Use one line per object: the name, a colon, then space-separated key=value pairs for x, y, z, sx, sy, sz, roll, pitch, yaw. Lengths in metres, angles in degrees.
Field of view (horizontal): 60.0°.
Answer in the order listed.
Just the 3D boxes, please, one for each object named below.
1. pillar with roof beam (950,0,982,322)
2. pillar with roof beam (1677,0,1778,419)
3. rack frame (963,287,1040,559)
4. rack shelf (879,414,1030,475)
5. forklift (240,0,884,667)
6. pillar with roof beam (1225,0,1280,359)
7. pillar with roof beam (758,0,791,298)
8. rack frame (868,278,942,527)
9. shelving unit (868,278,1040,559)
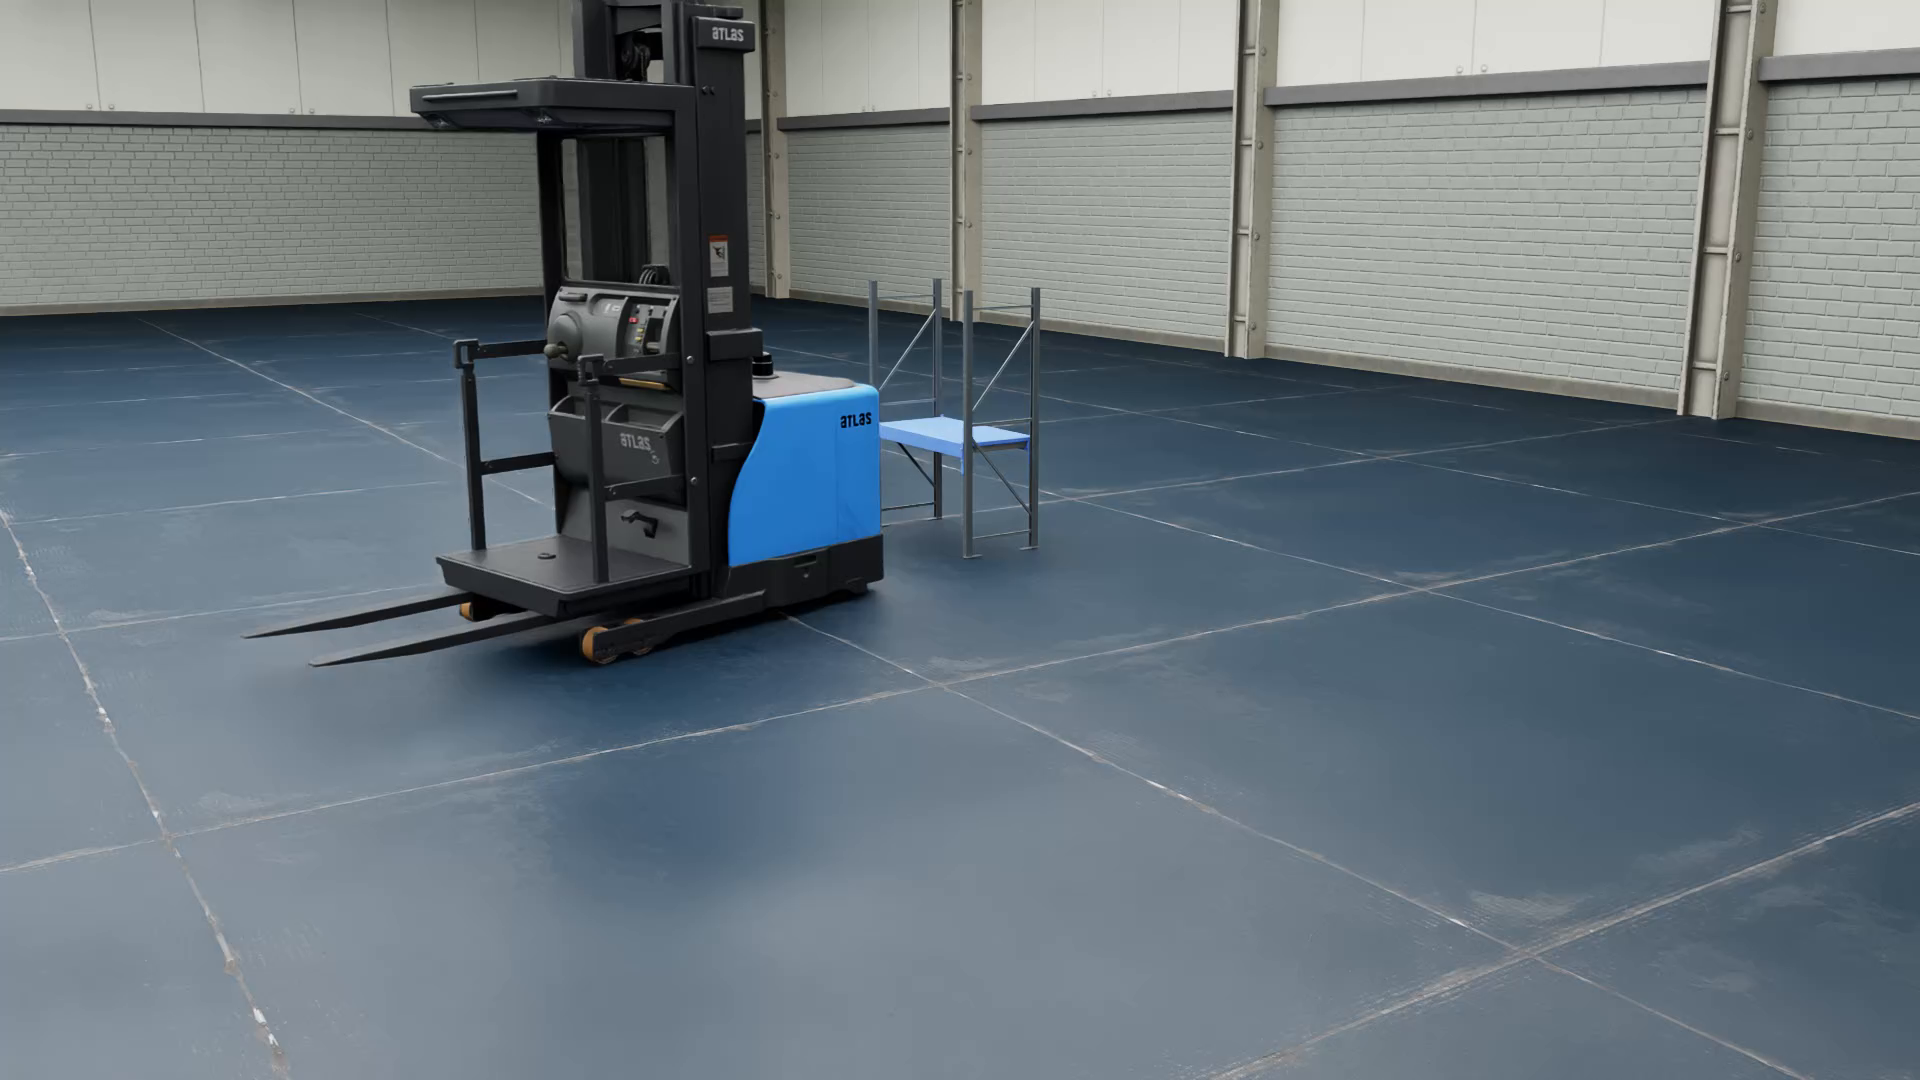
pillar with roof beam: x=-3.500 y=-7.144 z=21.465 sx=9.100 sy=9.000 sz=0.400 roll=-8 pitch=15 yaw=-33
pillar with roof beam: x=3.149 y=-5.010 z=11.705 sx=9.100 sy=9.000 sz=0.400 roll=-8 pitch=15 yaw=-33
rack frame: x=0.234 y=-0.657 z=9.357 sx=0.500 sy=1.500 sz=0.032 roll=-8 pitch=15 yaw=-33
rack shelf: x=-0.047 y=-0.572 z=9.809 sx=0.538 sy=0.185 sz=1.000 roll=-8 pitch=15 yaw=-33
forklift: x=-1.763 y=-1.005 z=7.598 sx=1.130 sy=2.935 sz=3.031 roll=11 pitch=17 yaw=41
pillar with roof beam: x=-0.175 y=-6.077 z=16.585 sx=9.100 sy=9.000 sz=0.400 roll=-8 pitch=15 yaw=-33
pillar with roof beam: x=-6.824 y=-8.211 z=26.344 sx=9.100 sy=9.000 sz=0.400 roll=-8 pitch=15 yaw=-33
rack frame: x=-0.329 y=-0.838 z=10.184 sx=0.500 sy=1.500 sz=0.032 roll=-8 pitch=15 yaw=-33
shelving unit: x=-0.047 y=-0.748 z=9.771 sx=0.538 sy=1.500 sz=1.048 roll=-8 pitch=15 yaw=-33
